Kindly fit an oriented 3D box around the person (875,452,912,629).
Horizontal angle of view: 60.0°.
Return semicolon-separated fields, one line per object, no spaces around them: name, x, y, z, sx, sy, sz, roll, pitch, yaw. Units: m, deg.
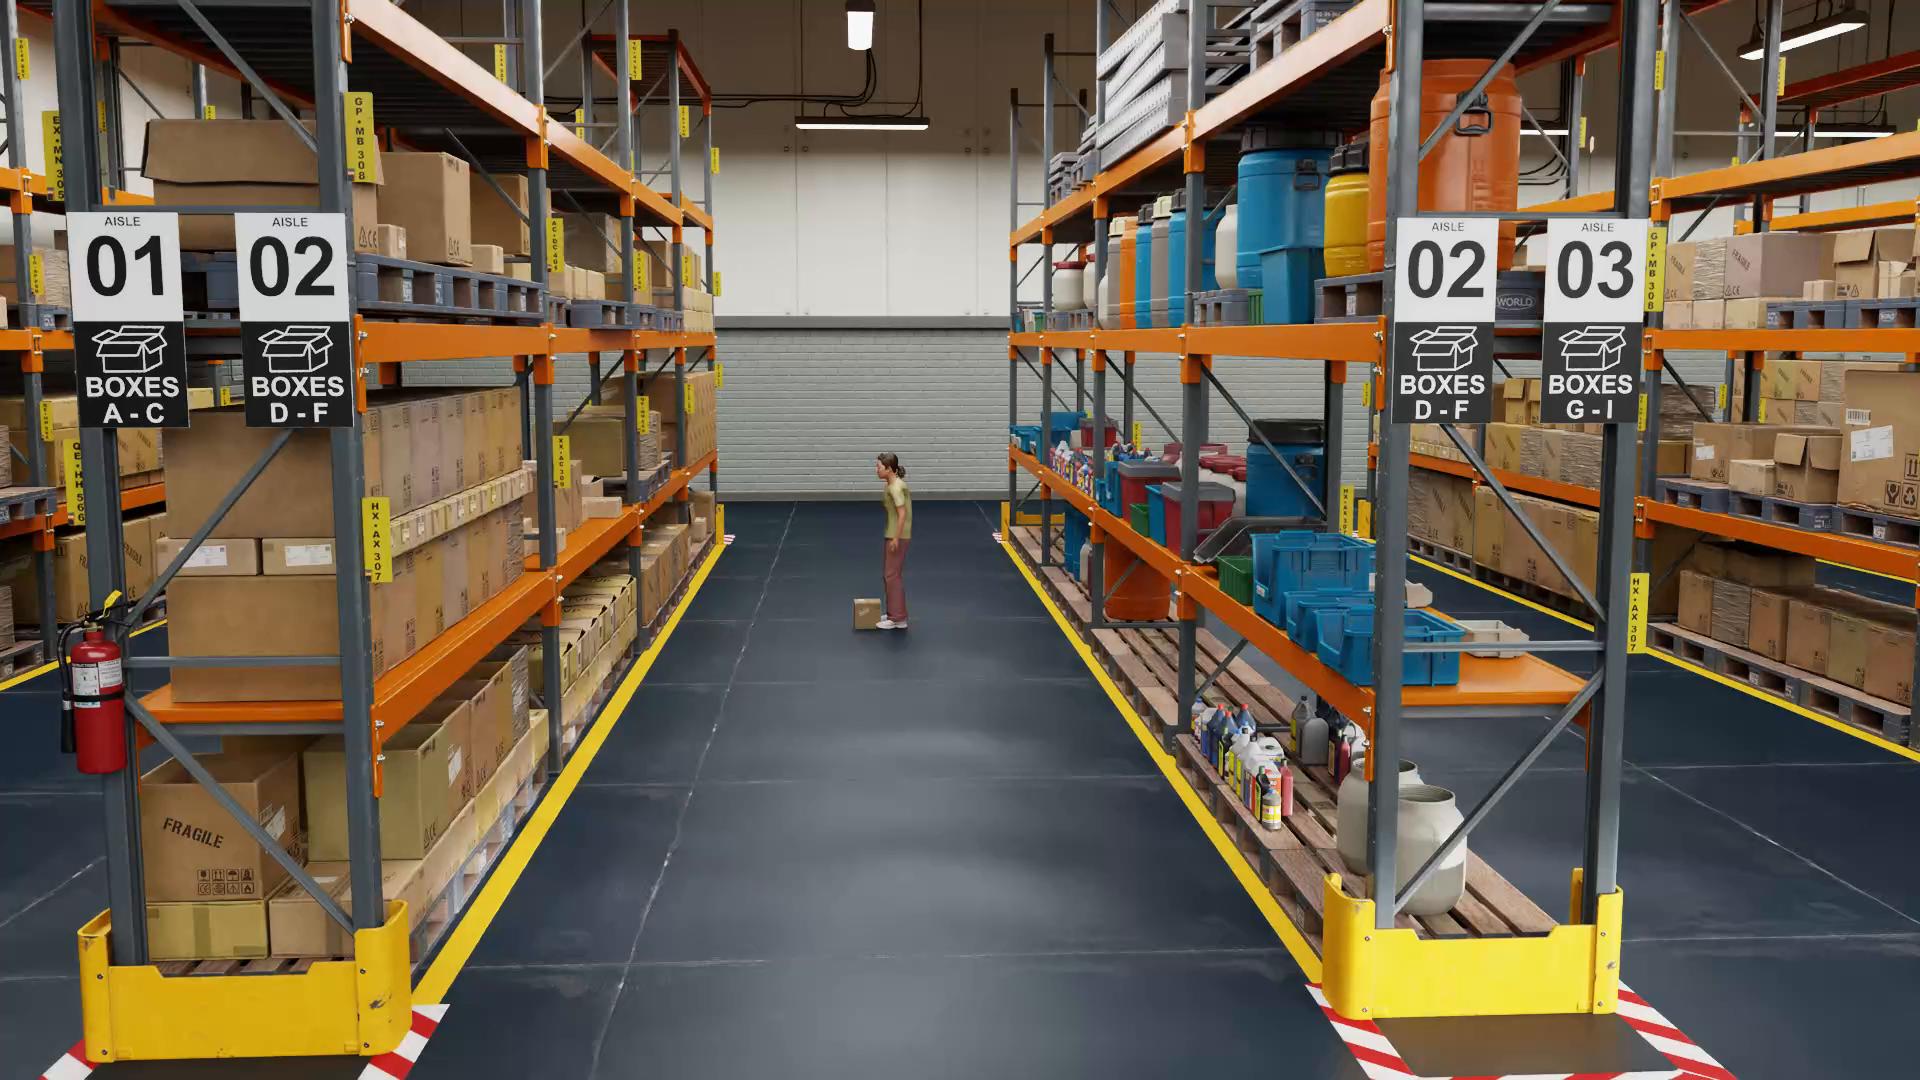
person;-0.637;-0.004;15.789;0.356;1.672;0.521;-1;7;-7
